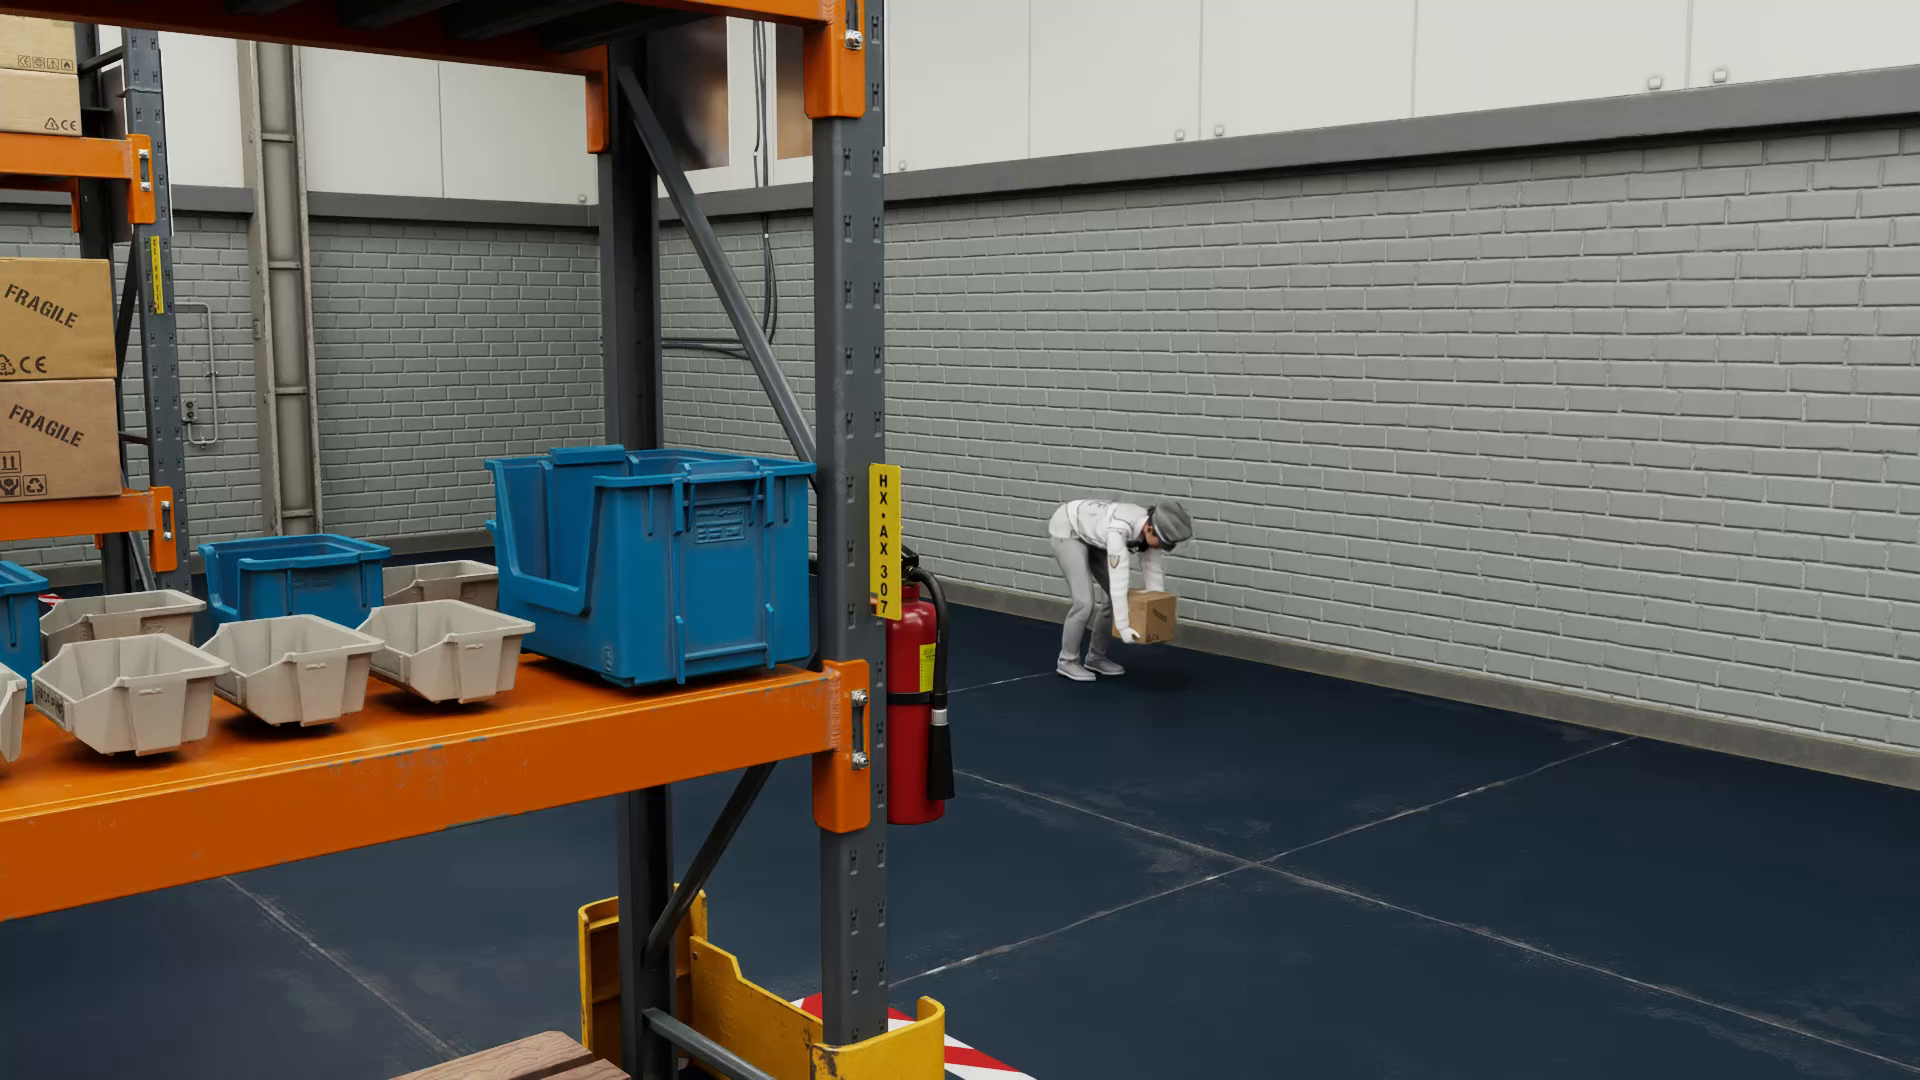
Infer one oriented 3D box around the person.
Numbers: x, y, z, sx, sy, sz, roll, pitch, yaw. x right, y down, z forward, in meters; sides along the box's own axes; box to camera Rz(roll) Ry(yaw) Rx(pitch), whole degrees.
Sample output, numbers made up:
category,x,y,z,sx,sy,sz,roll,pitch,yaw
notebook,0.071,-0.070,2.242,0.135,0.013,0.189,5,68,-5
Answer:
category,x,y,z,sx,sy,sz,roll,pitch,yaw
person,0.907,0.284,9.433,0.417,1.067,0.926,-7,10,-43
